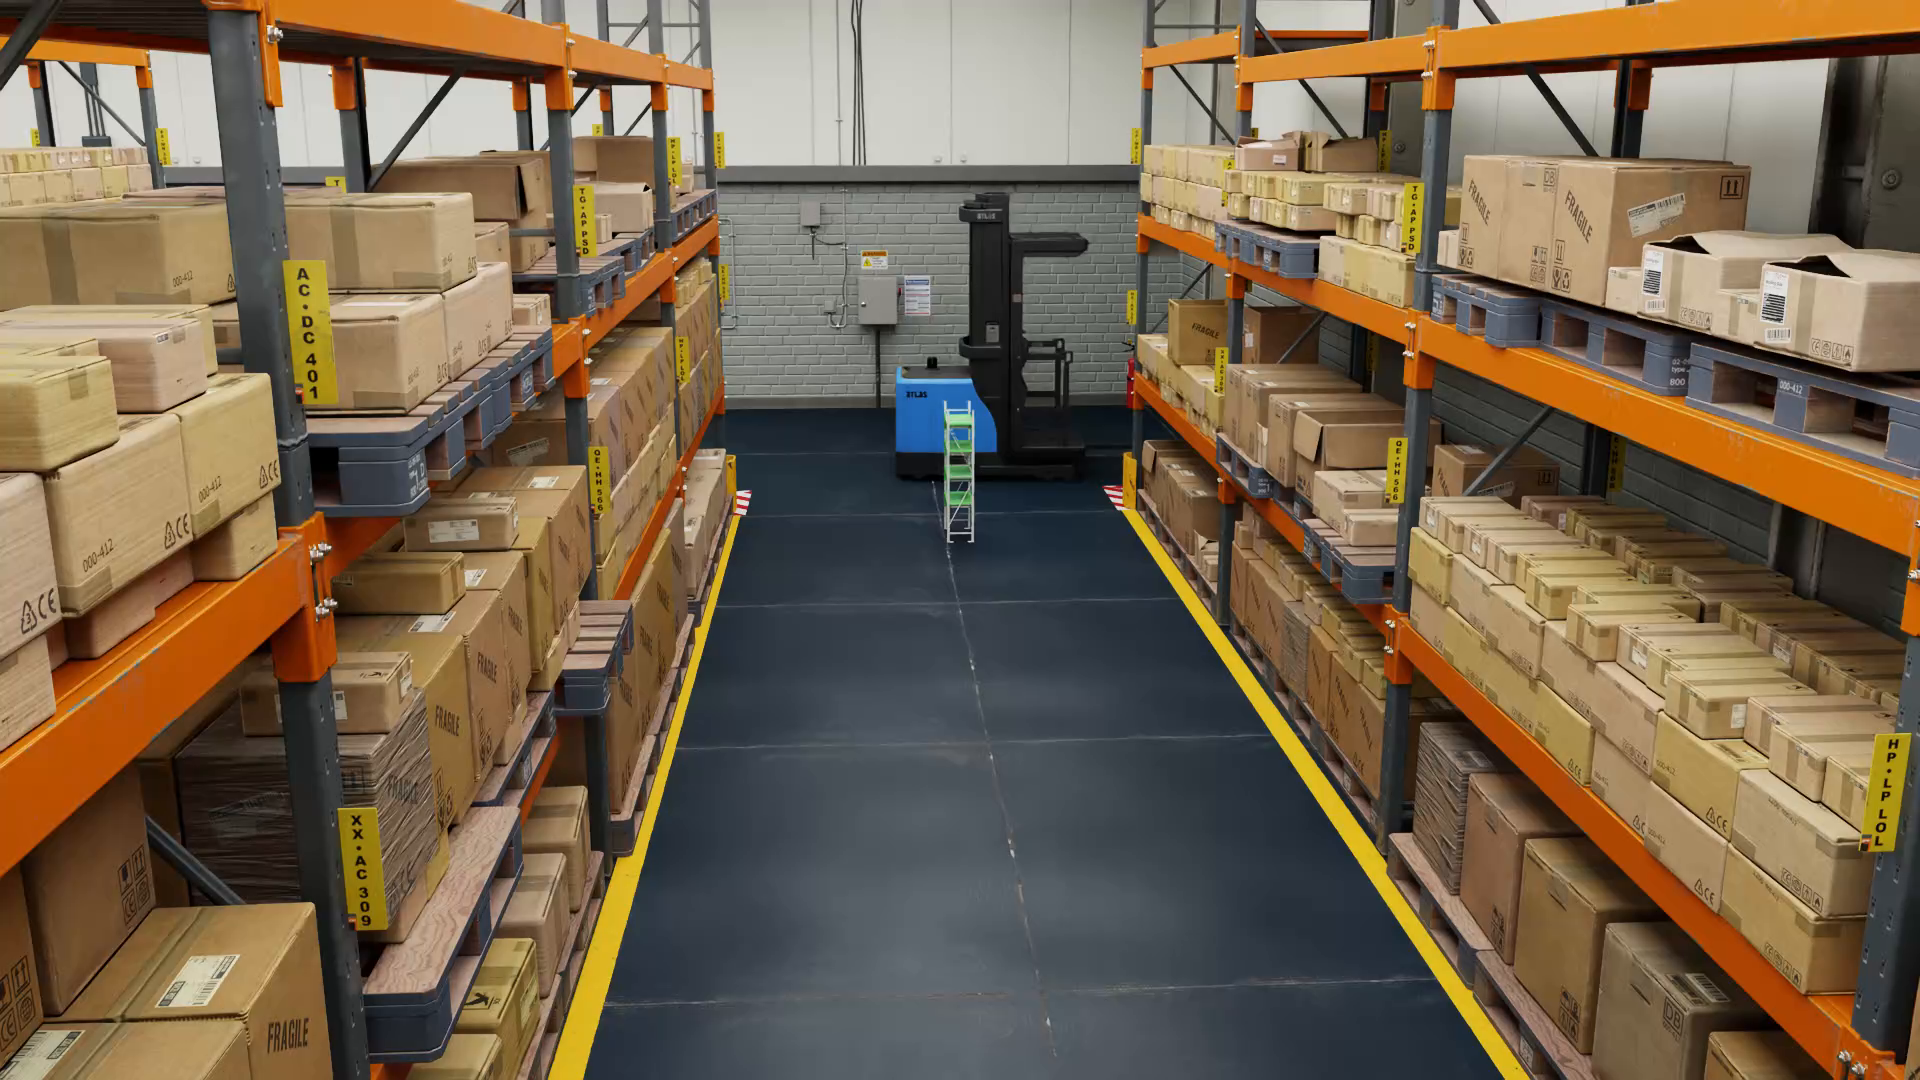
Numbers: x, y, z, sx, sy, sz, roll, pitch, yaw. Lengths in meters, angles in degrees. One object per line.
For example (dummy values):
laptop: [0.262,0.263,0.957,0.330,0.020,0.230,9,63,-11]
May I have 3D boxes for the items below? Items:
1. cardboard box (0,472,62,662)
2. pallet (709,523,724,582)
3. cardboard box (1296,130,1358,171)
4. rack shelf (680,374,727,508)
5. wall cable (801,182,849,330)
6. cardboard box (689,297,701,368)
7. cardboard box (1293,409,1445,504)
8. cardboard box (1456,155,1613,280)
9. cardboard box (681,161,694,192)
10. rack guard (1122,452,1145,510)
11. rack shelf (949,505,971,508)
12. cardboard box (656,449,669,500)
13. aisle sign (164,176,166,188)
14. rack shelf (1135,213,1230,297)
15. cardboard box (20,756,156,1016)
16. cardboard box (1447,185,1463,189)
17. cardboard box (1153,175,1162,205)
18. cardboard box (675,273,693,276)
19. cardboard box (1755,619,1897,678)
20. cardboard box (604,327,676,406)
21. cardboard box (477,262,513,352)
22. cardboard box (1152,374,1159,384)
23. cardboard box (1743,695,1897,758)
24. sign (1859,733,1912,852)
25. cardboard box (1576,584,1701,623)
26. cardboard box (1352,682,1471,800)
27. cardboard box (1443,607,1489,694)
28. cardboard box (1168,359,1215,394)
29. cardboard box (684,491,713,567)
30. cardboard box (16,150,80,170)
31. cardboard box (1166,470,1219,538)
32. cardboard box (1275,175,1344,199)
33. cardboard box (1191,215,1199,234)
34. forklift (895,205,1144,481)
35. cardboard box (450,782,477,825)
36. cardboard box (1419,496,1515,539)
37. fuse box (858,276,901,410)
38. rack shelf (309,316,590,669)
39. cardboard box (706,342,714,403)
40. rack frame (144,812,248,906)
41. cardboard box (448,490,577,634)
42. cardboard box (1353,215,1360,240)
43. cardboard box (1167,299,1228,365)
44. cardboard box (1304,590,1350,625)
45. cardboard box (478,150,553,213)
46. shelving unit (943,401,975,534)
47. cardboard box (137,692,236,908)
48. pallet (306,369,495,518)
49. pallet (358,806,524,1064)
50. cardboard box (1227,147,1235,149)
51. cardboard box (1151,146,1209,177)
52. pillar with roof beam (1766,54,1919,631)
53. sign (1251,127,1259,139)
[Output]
cardboard box: [-1.673,0.078,2.389,0.500,0.250,0.500,-1,14,-4]
pallet: [-2.562,0.110,14.176,1.003,0.211,1.213,-1,14,-3]
cardboard box: [2.527,-2.676,11.420,0.396,0.266,0.258,-1,14,-4]
rack shelf: [-2.638,-0.895,13.929,1.077,0.370,4.000,-1,14,-3]
wall cable: [-1.720,-3.660,21.191,0.588,1.984,0.122,-1,14,-3]
cardboard box: [-2.347,-1.654,13.229,0.500,0.500,0.500,-1,14,-2]
cardboard box: [2.402,-0.485,9.843,0.797,0.503,0.637,-1,14,-5]
cardboard box: [2.489,-1.398,7.175,0.500,0.500,0.500,-1,14,-3]
cardboard box: [-2.644,-3.262,14.923,0.500,0.250,0.500,-2,15,-9]
rack guard: [2.197,-0.589,16.312,1.175,0.500,0.348,-1,14,-3]
rack shelf: [-0.010,-0.356,15.105,0.199,0.029,0.442,-1,14,-3]
cardboard box: [-2.204,-0.439,11.014,0.500,0.250,0.500,-1,14,-4]
aisle sign: [-7.401,-2.921,15.143,0.394,0.787,0.004,-1,14,-3]
rack shelf: [2.316,-2.425,13.857,1.077,0.370,4.000,-1,14,-3]
cardboard box: [-2.208,0.680,3.561,0.700,0.500,0.500,-1,14,-4]
cardboard box: [2.868,-1.895,9.257,0.380,0.149,0.250,-1,14,-4]
cardboard box: [1.999,-3.102,14.747,0.500,0.250,0.500,-1,14,-2]
cardboard box: [-2.409,-2.119,13.735,0.380,0.149,0.250,0,14,-2]
cardboard box: [3.101,0.395,5.970,0.380,0.149,0.250,-1,14,-4]
cardboard box: [-2.236,-1.171,11.352,0.500,0.500,0.500,0,14,-2]
cardboard box: [-1.740,-0.742,5.330,0.500,0.250,0.500,-1,14,-4]
cardboard box: [2.000,-1.548,15.528,0.380,0.149,0.250,-1,14,-2]
cardboard box: [2.696,0.596,5.187,0.380,0.149,0.250,-1,14,-3]
sign: [2.394,0.654,4.299,0.100,0.325,0.005,-1,14,-3]
cardboard box: [2.616,0.276,6.430,0.380,0.149,0.250,-1,14,-3]
cardboard box: [2.447,1.077,8.996,0.500,0.500,0.500,0,14,-2]
cardboard box: [2.497,0.483,7.430,0.500,0.250,0.500,-1,14,-5]
cardboard box: [2.070,-1.395,14.131,0.500,0.250,0.500,-1,14,-5]
cardboard box: [-2.502,-0.089,13.652,0.875,0.438,0.875,-1,14,-5]
cardboard box: [-7.335,-3.057,13.367,0.380,0.149,0.250,-1,14,-2]
cardboard box: [2.082,-0.311,14.391,0.500,0.500,0.500,-1,14,-2]
cardboard box: [2.198,-2.214,10.456,0.380,0.149,0.250,-1,14,-3]
cardboard box: [2.083,-2.558,13.433,0.380,0.149,0.250,-1,14,-3]
forklift: [-2.927,-1.914,16.761,10.579,2.843,2.598,0,14,-2]
cardboard box: [-1.812,0.823,5.468,0.380,0.149,0.250,-1,14,-3]
cardboard box: [2.413,-0.108,7.922,0.380,0.149,0.250,0,14,-2]
fuse box: [-1.029,-2.515,21.367,0.539,1.711,0.414,-1,14,-3]
rack shelf: [-2.142,-0.358,5.823,1.077,0.370,4.000,-1,14,-3]
cardboard box: [-2.410,-1.421,14.327,0.500,0.500,0.500,0,14,-2]
rack frame: [-2.015,1.243,4.174,0.949,2.616,0.053,-1,14,-3]
cardboard box: [-1.918,0.090,7.016,0.500,0.500,0.500,-1,14,-4]
cardboard box: [2.413,-1.741,9.254,0.380,0.149,0.250,-1,14,-3]
cardboard box: [2.044,-1.763,14.058,0.500,0.500,0.500,-1,14,-2]
cardboard box: [2.350,0.415,10.265,0.380,0.149,0.250,-2,15,-6]
cardboard box: [-2.749,-2.227,10.598,0.500,0.500,0.500,-1,14,-4]
shelving unit: [-6.149,0.483,10.742,13.061,1.200,8.595,-1,14,-3]
cardboard box: [-4.764,-0.768,8.060,4.725,1.641,8.589,-1,14,-5]
pallet: [-1.950,-0.273,4.426,1.213,0.211,1.003,-1,14,-3]
pallet: [-1.921,1.144,4.945,1.003,0.211,1.213,-1,14,-3]
cardboard box: [2.572,-3.221,14.206,0.500,0.250,0.500,-1,14,-3]
cardboard box: [1.981,-3.344,14.683,0.500,0.250,0.500,-1,14,-4]
pillar with roof beam: [-0.629,-2.357,6.129,9.100,9.000,0.400,-1,14,-3]
sign: [2.747,-3.704,15.604,0.100,0.325,0.005,-1,14,-3]
